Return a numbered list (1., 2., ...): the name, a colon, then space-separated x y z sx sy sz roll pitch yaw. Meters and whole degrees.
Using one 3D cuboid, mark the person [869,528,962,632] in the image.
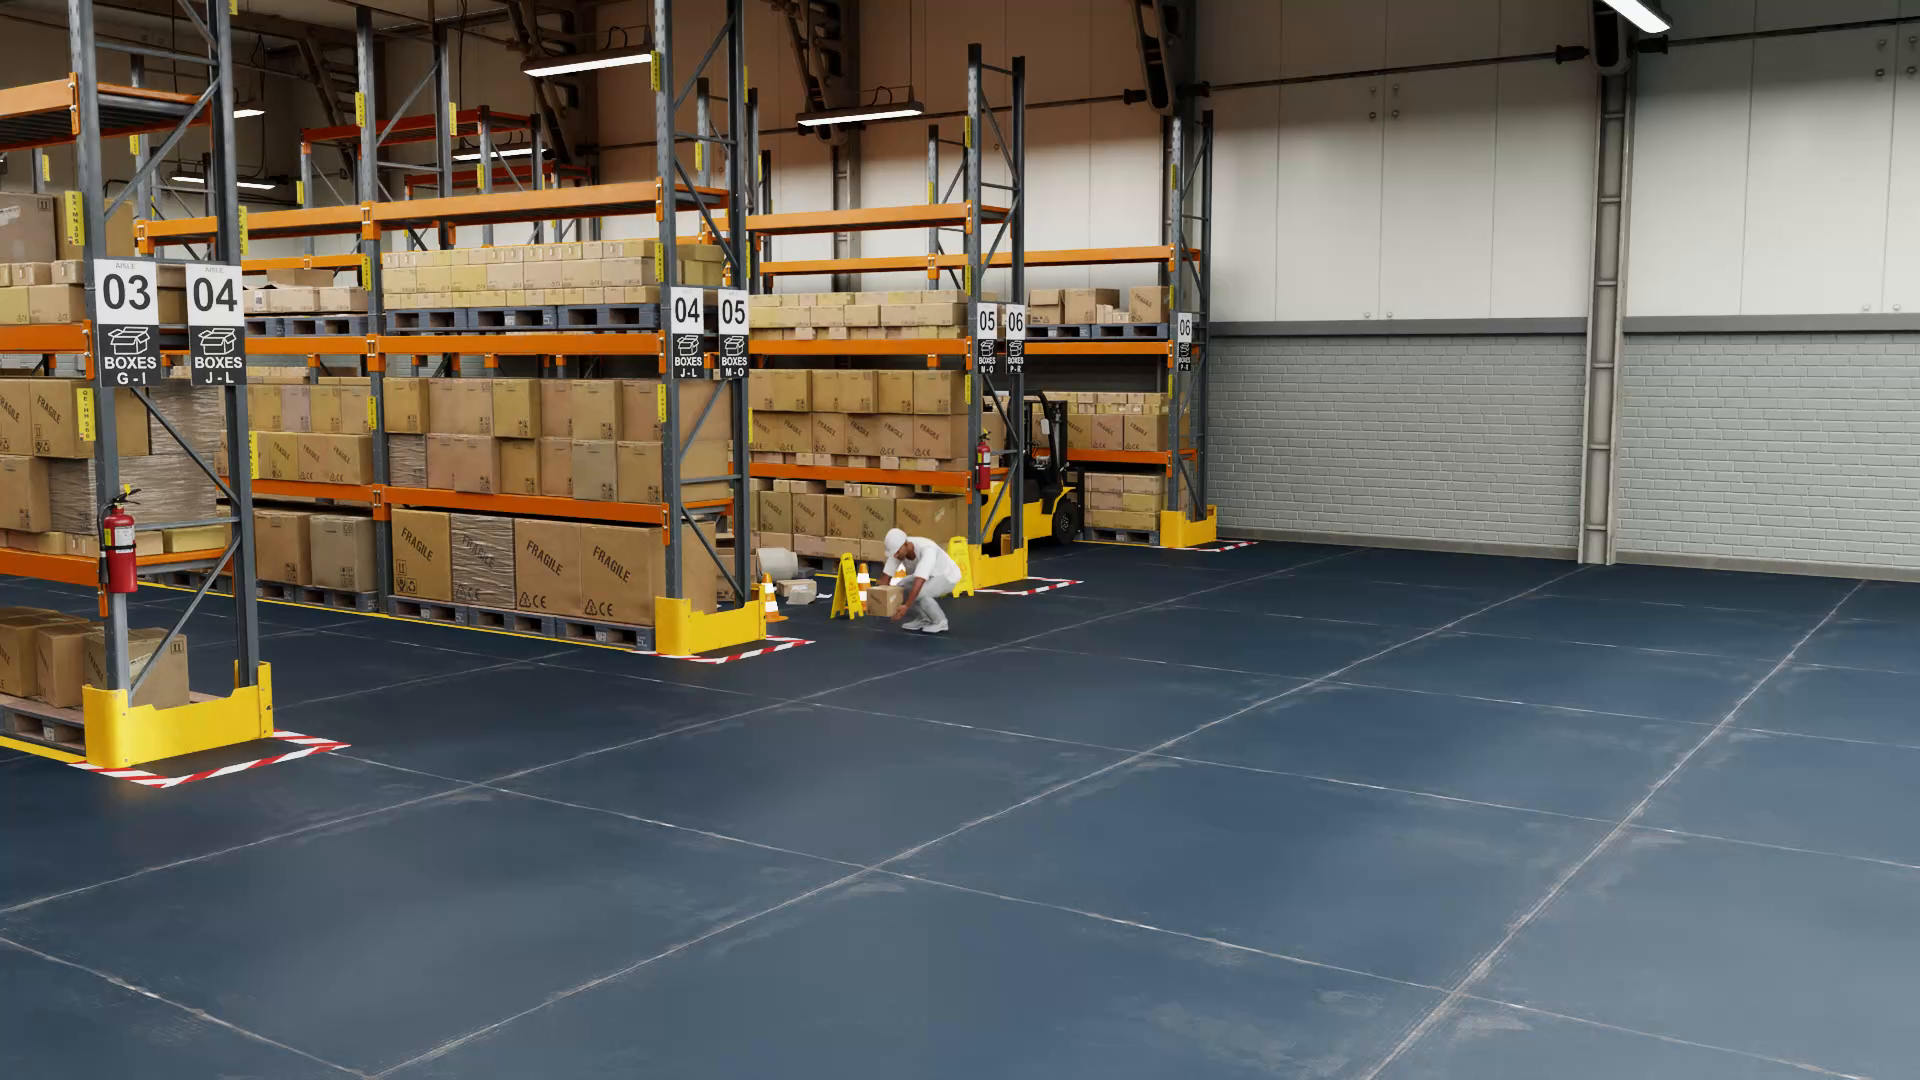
1. person: -0.398 0.374 15.737 0.926 1.015 0.578 -5 8 -38
